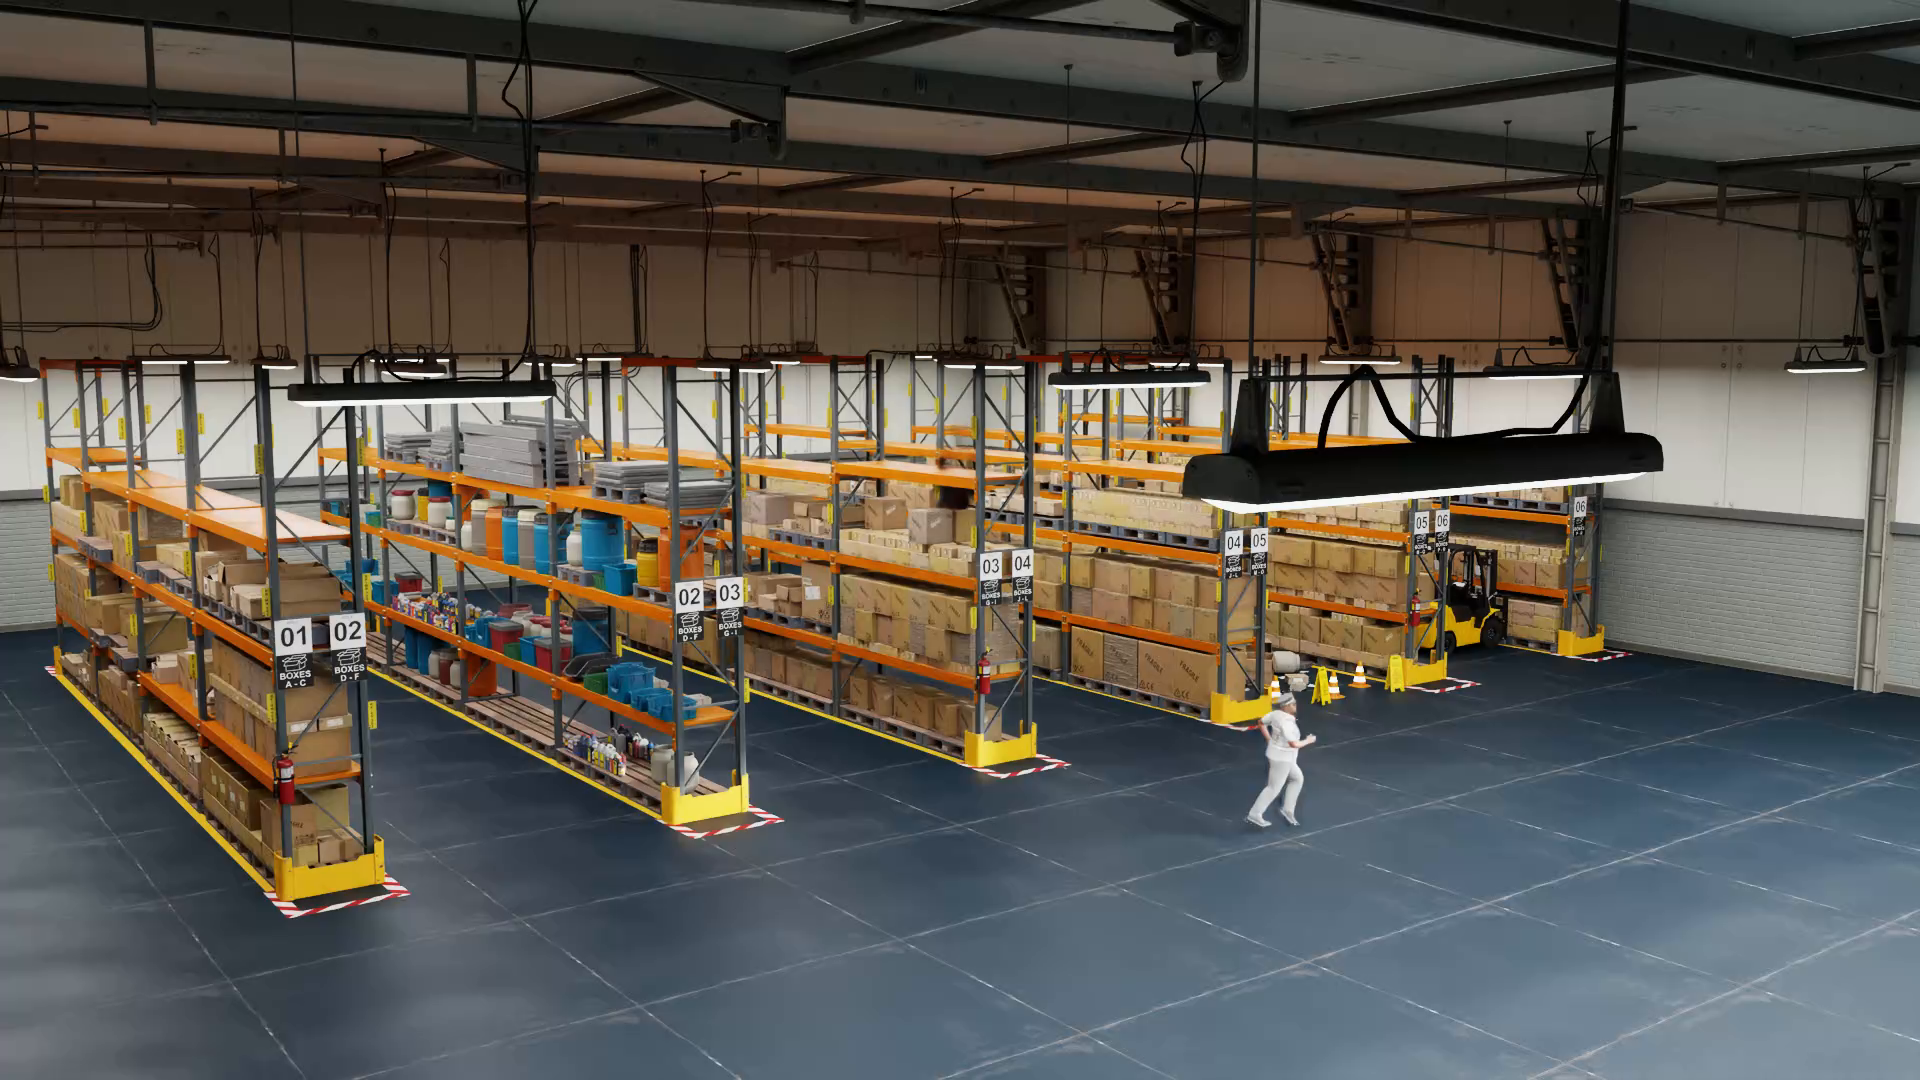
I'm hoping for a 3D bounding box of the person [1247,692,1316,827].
[{"bbox_3d":[4.165,2.875,21.626,0.911,1.825,0.673,0,7,-3],"label":"person"}]

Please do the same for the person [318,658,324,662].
[{"bbox_3d":[-11.076,2.119,28.397,0.588,1.621,0.795,-7,10,-44],"label":"person"}]
